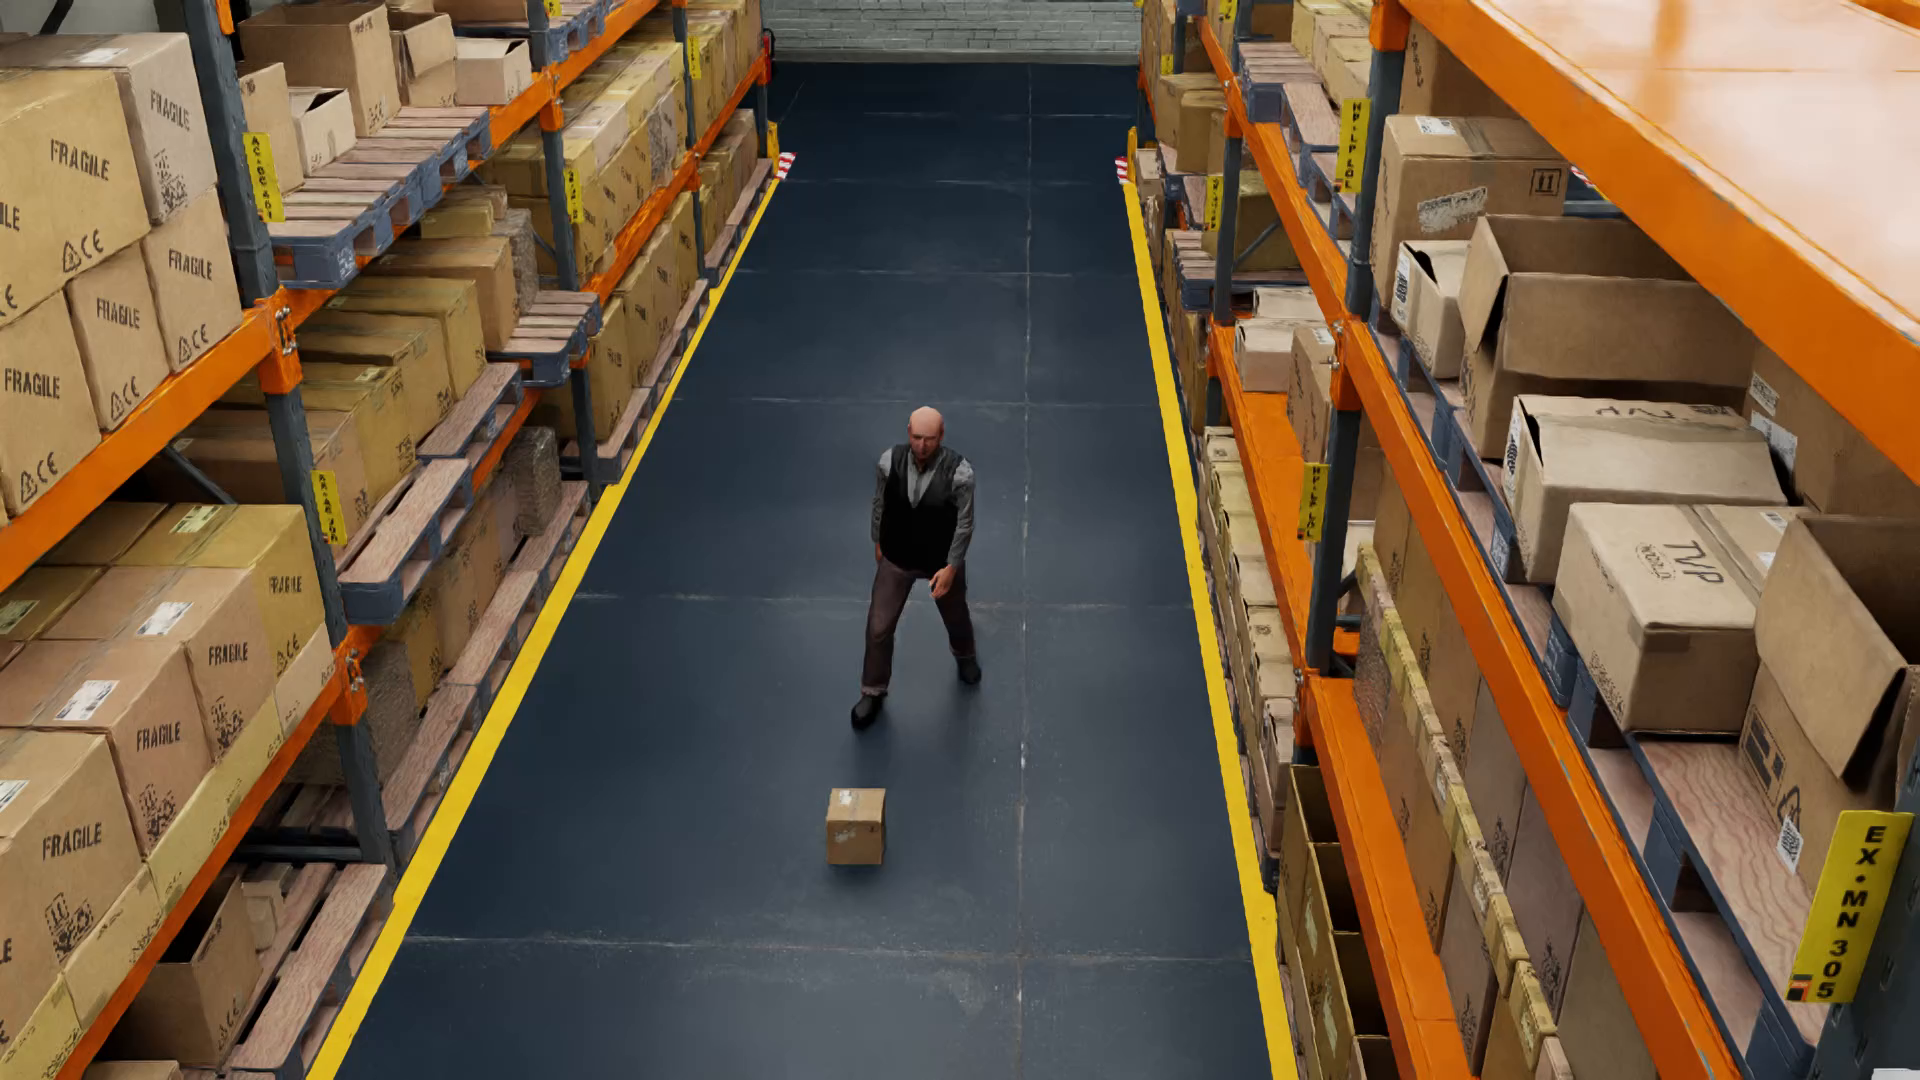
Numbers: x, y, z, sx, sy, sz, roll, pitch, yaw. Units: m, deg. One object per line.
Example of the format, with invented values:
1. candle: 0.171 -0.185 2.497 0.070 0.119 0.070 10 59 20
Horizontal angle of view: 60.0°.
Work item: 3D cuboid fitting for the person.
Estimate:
1. person: -0.211 0.083 8.525 0.603 1.688 0.799 6 28 11
